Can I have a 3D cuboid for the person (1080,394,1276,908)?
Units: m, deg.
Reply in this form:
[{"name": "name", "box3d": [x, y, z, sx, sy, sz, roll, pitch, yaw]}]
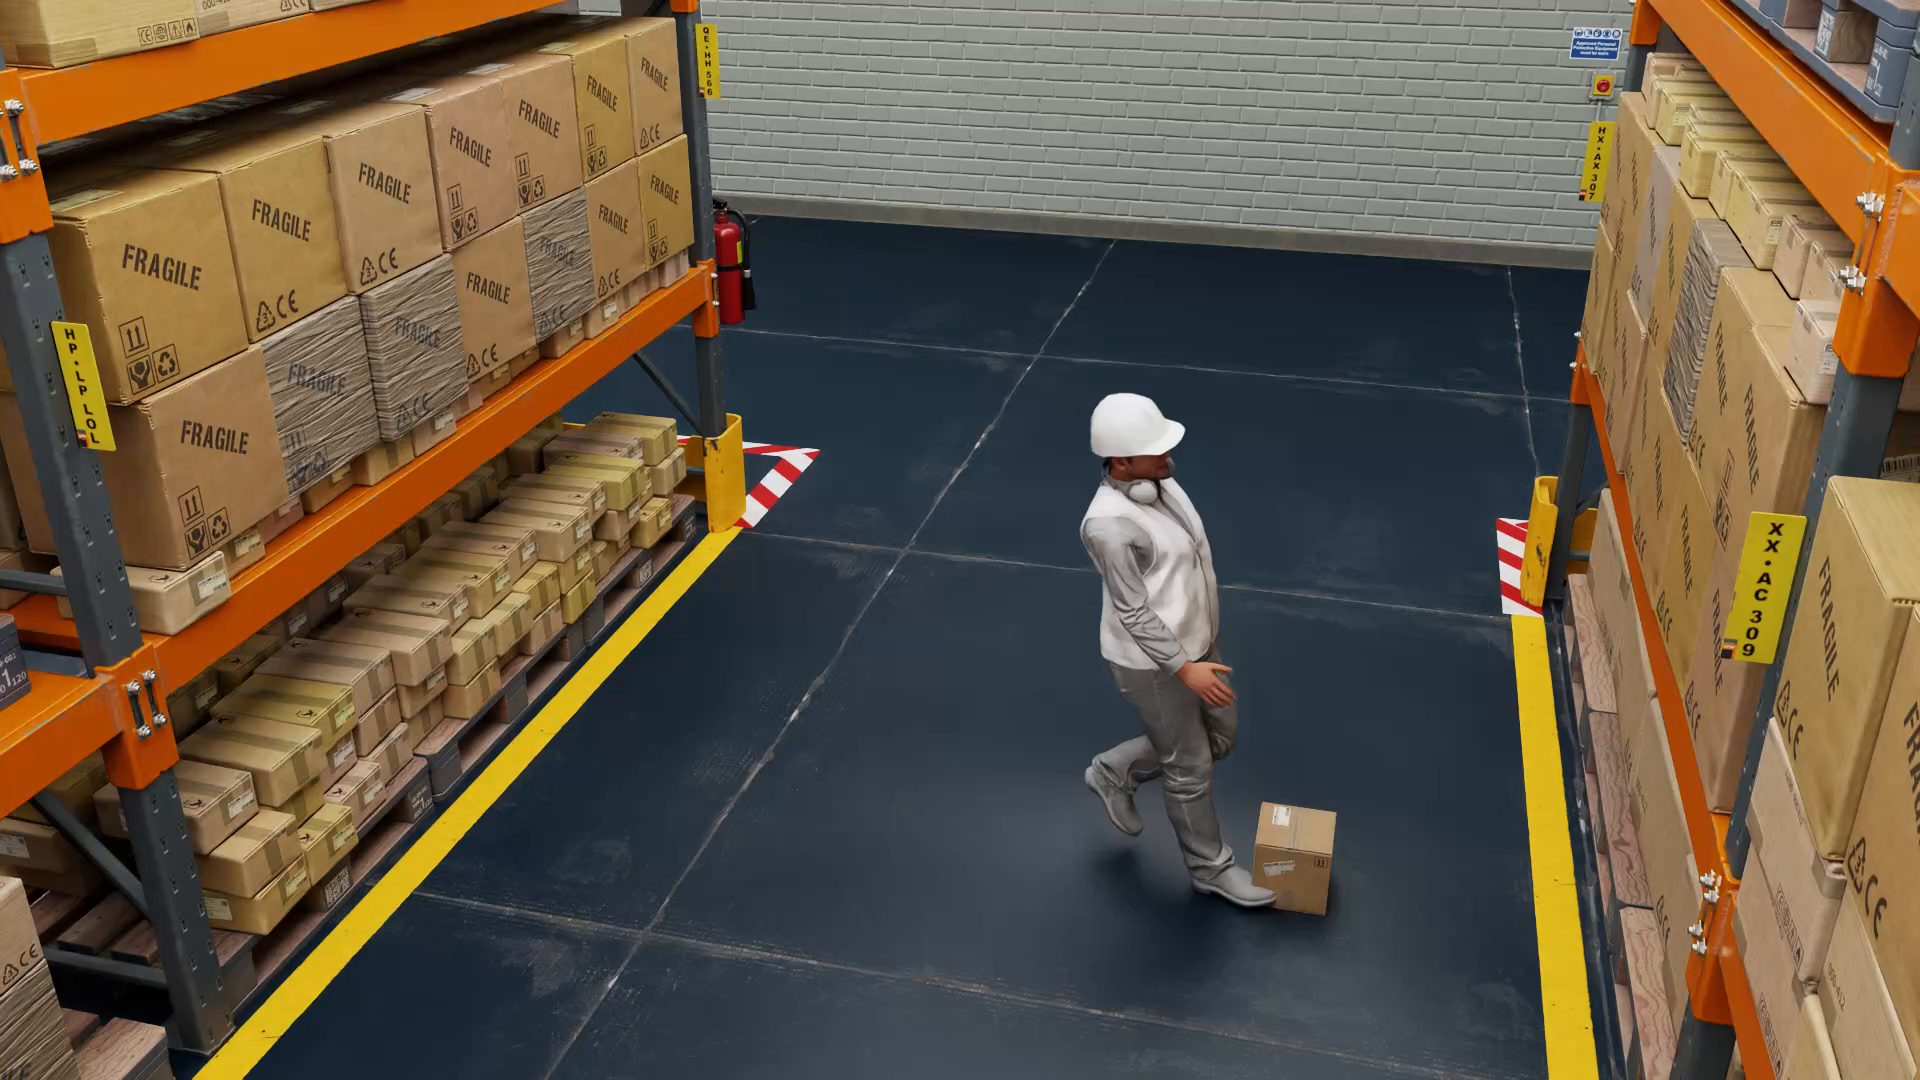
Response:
[{"name": "person", "box3d": [0.741, 0.352, 5.355, 0.736, 1.728, 0.591, 11, 27, 22]}]
